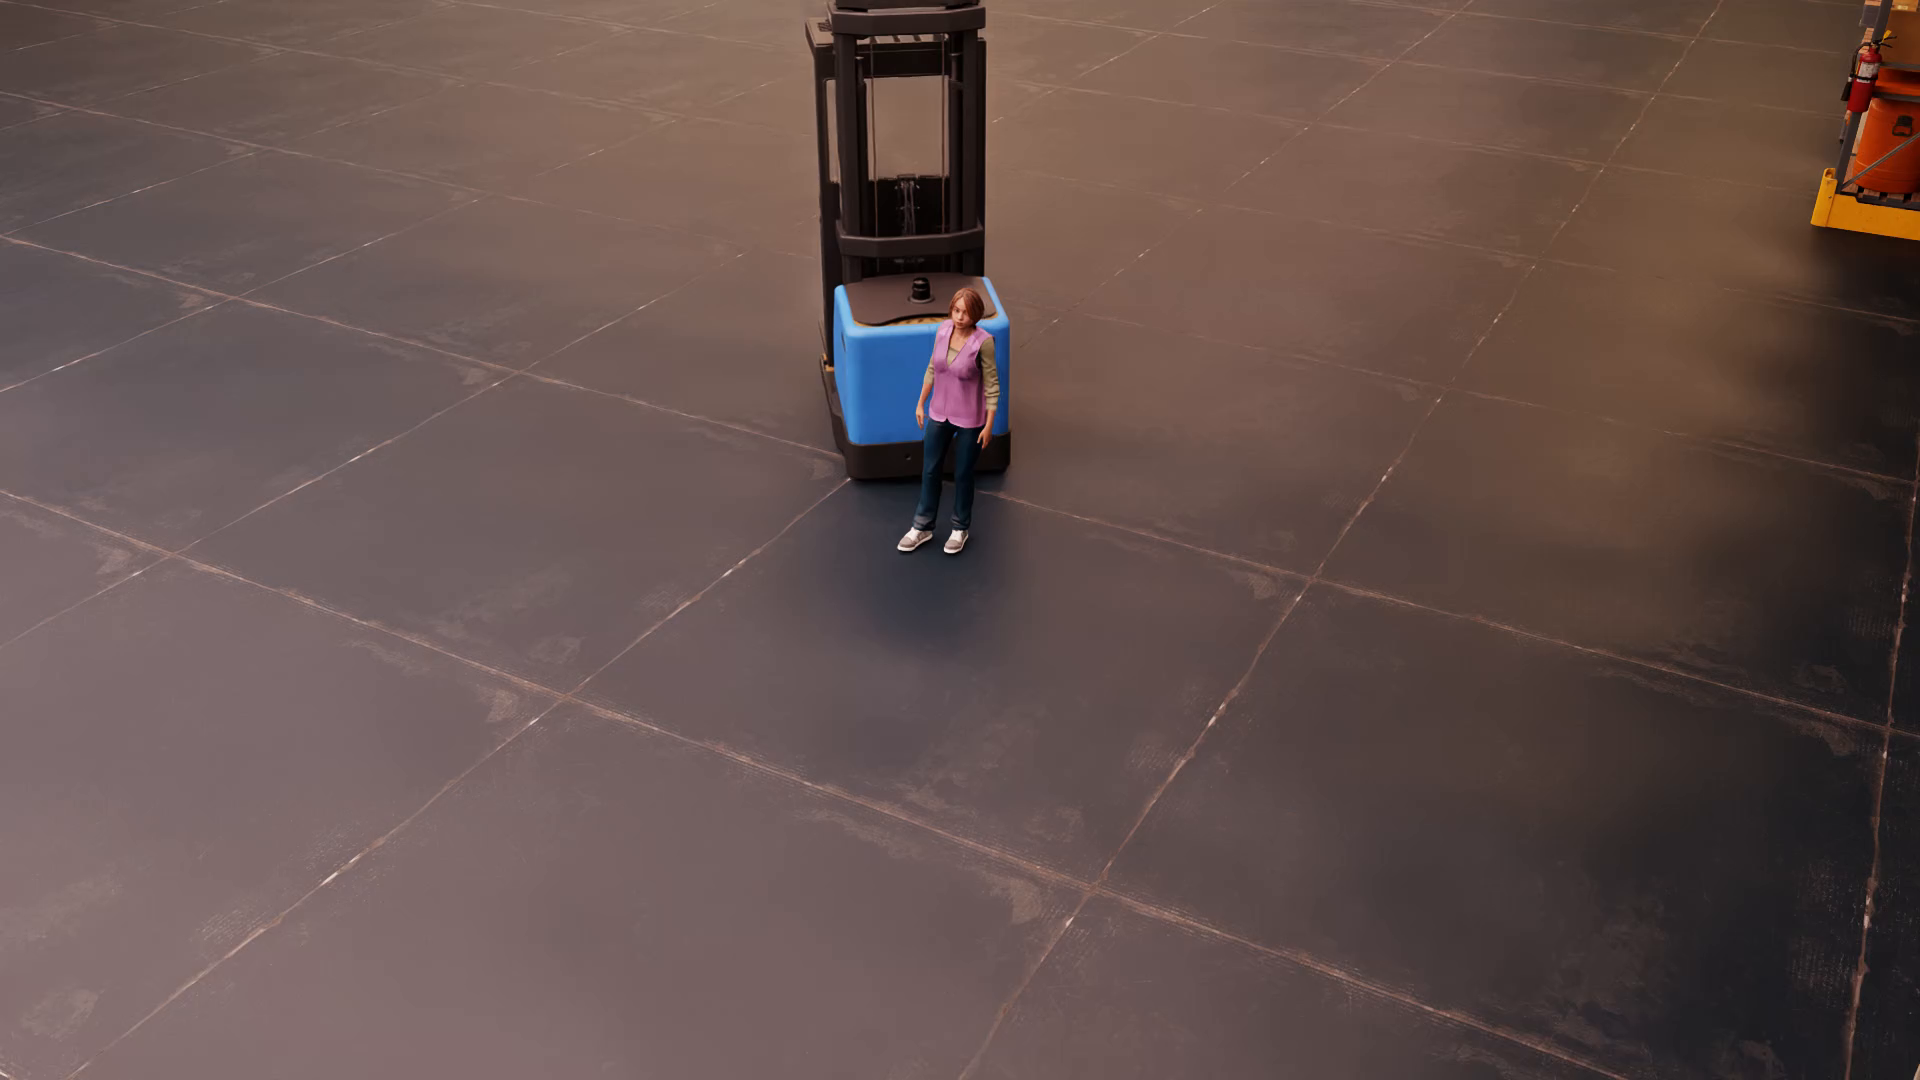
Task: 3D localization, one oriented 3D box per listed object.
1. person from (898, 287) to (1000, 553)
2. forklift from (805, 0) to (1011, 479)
[{"bbox_3d":[-0.053,-0.663,9.546,0.515,1.600,0.466,16,33,25],"label":"person"},{"bbox_3d":[-0.417,-2.373,11.183,1.130,2.935,3.031,-5,30,-8],"label":"forklift"}]
